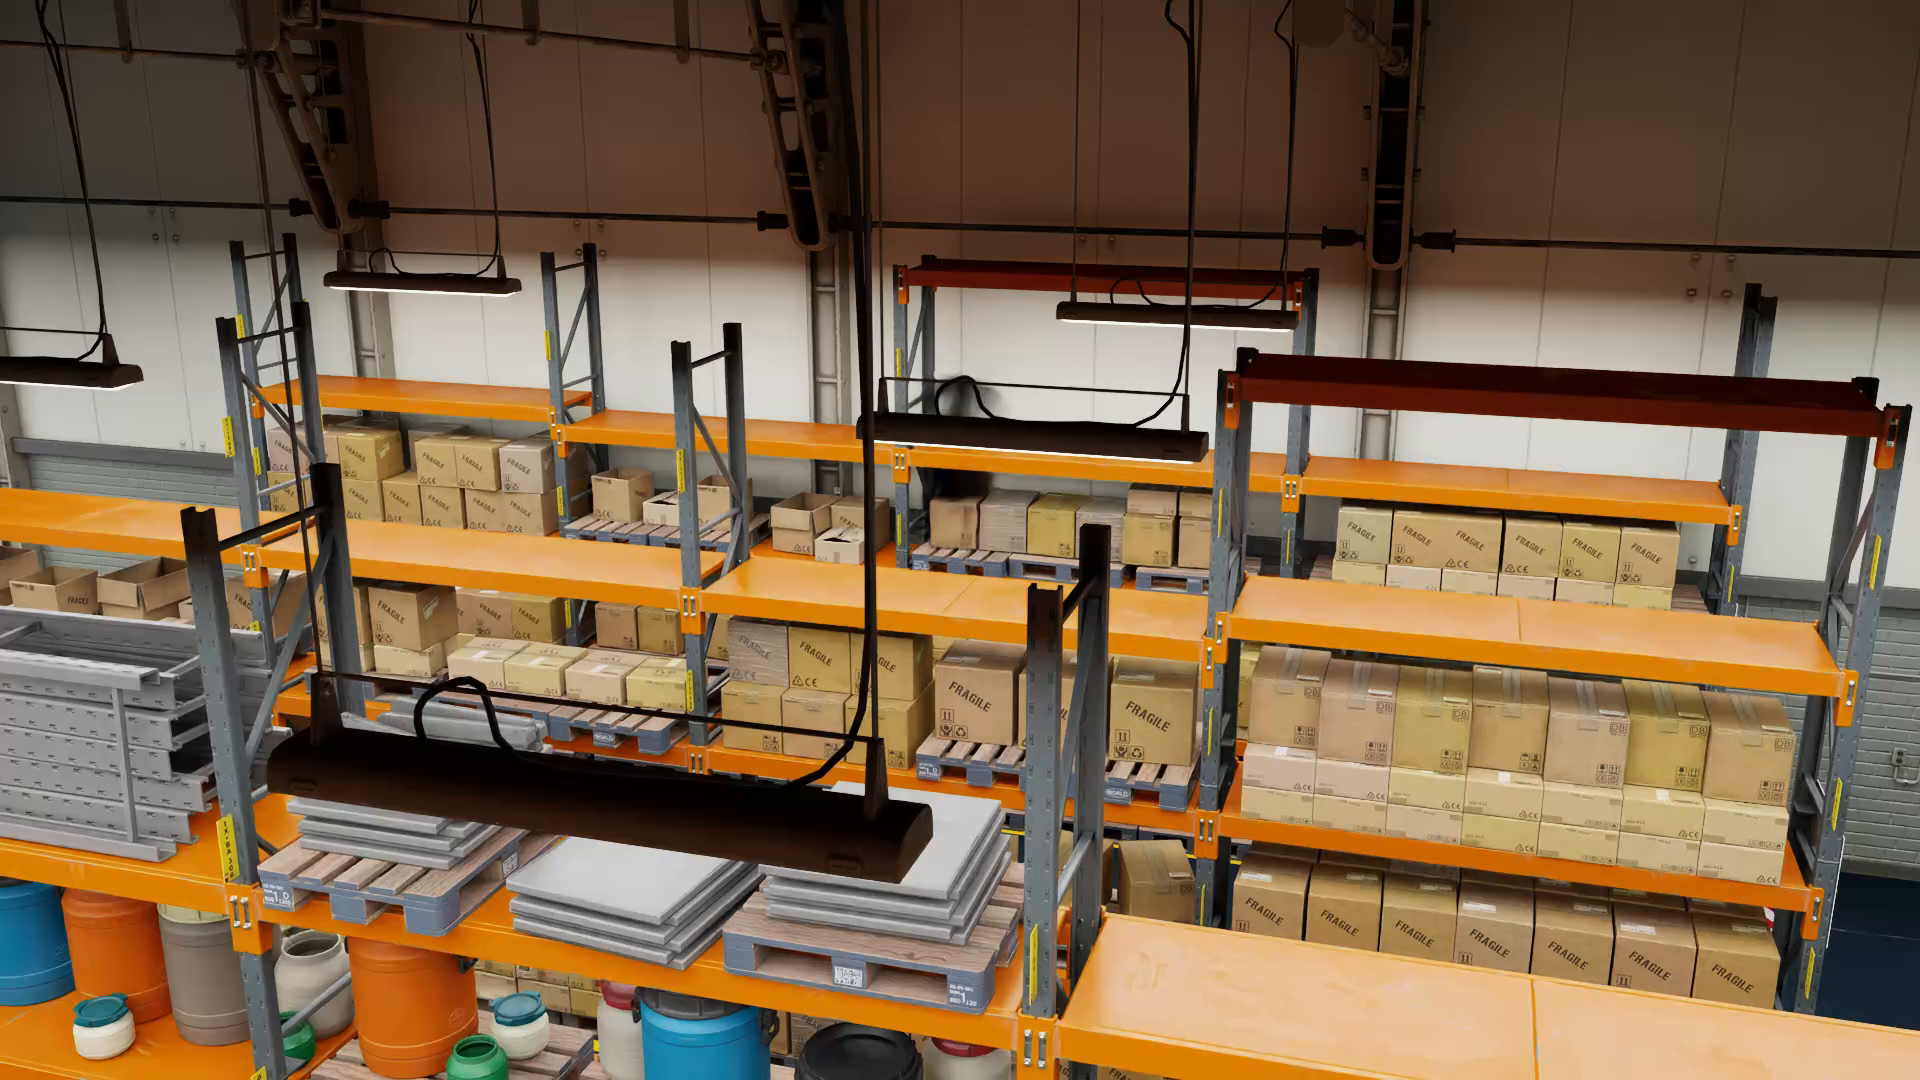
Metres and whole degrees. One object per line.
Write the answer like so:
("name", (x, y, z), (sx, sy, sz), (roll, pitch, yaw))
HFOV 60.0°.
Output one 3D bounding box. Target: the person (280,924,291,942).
("person", (-5.307, 3.661, 12.931), (0.680, 1.754, 0.704), (7, 17, 23))
